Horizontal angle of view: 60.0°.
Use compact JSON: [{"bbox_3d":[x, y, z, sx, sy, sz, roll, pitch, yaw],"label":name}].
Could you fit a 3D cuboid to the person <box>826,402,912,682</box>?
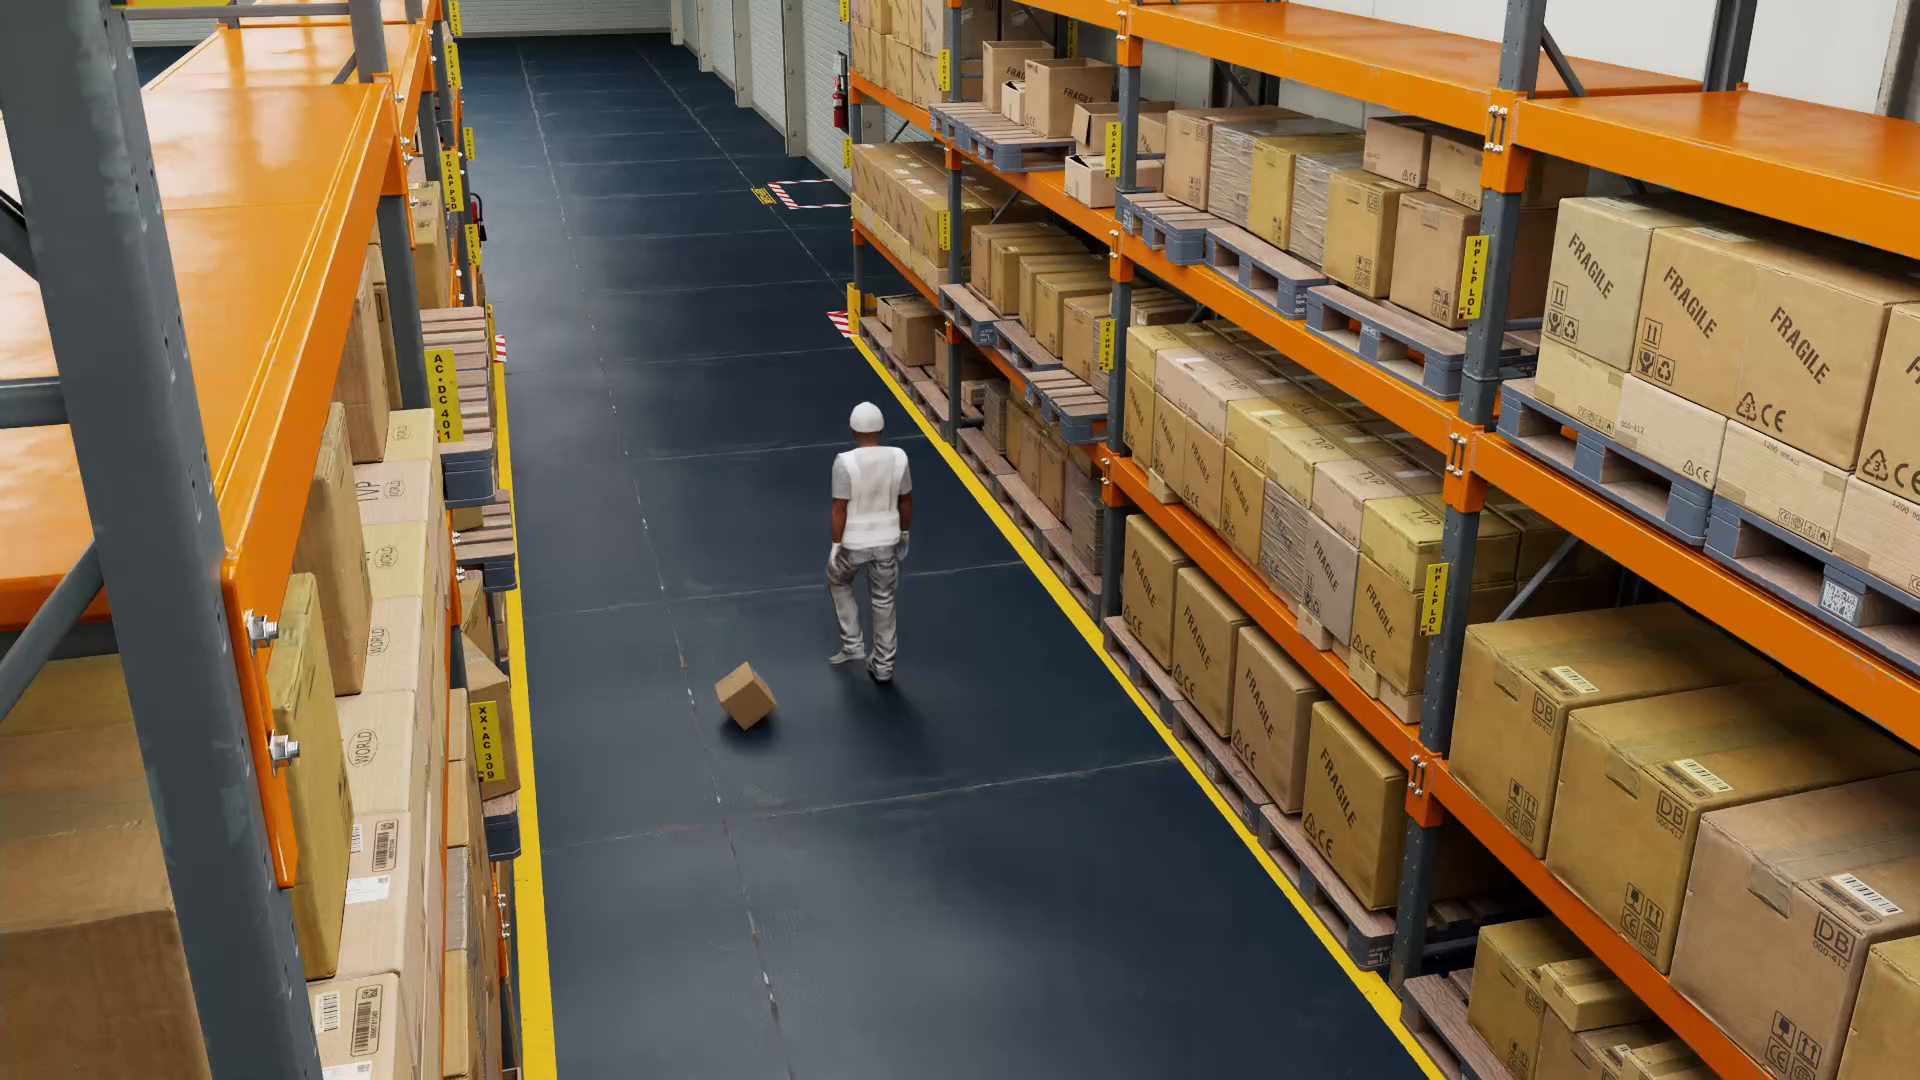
[{"bbox_3d":[-0.572,0.004,10.507,0.594,1.763,0.513,-9,24,-20],"label":"person"}]
